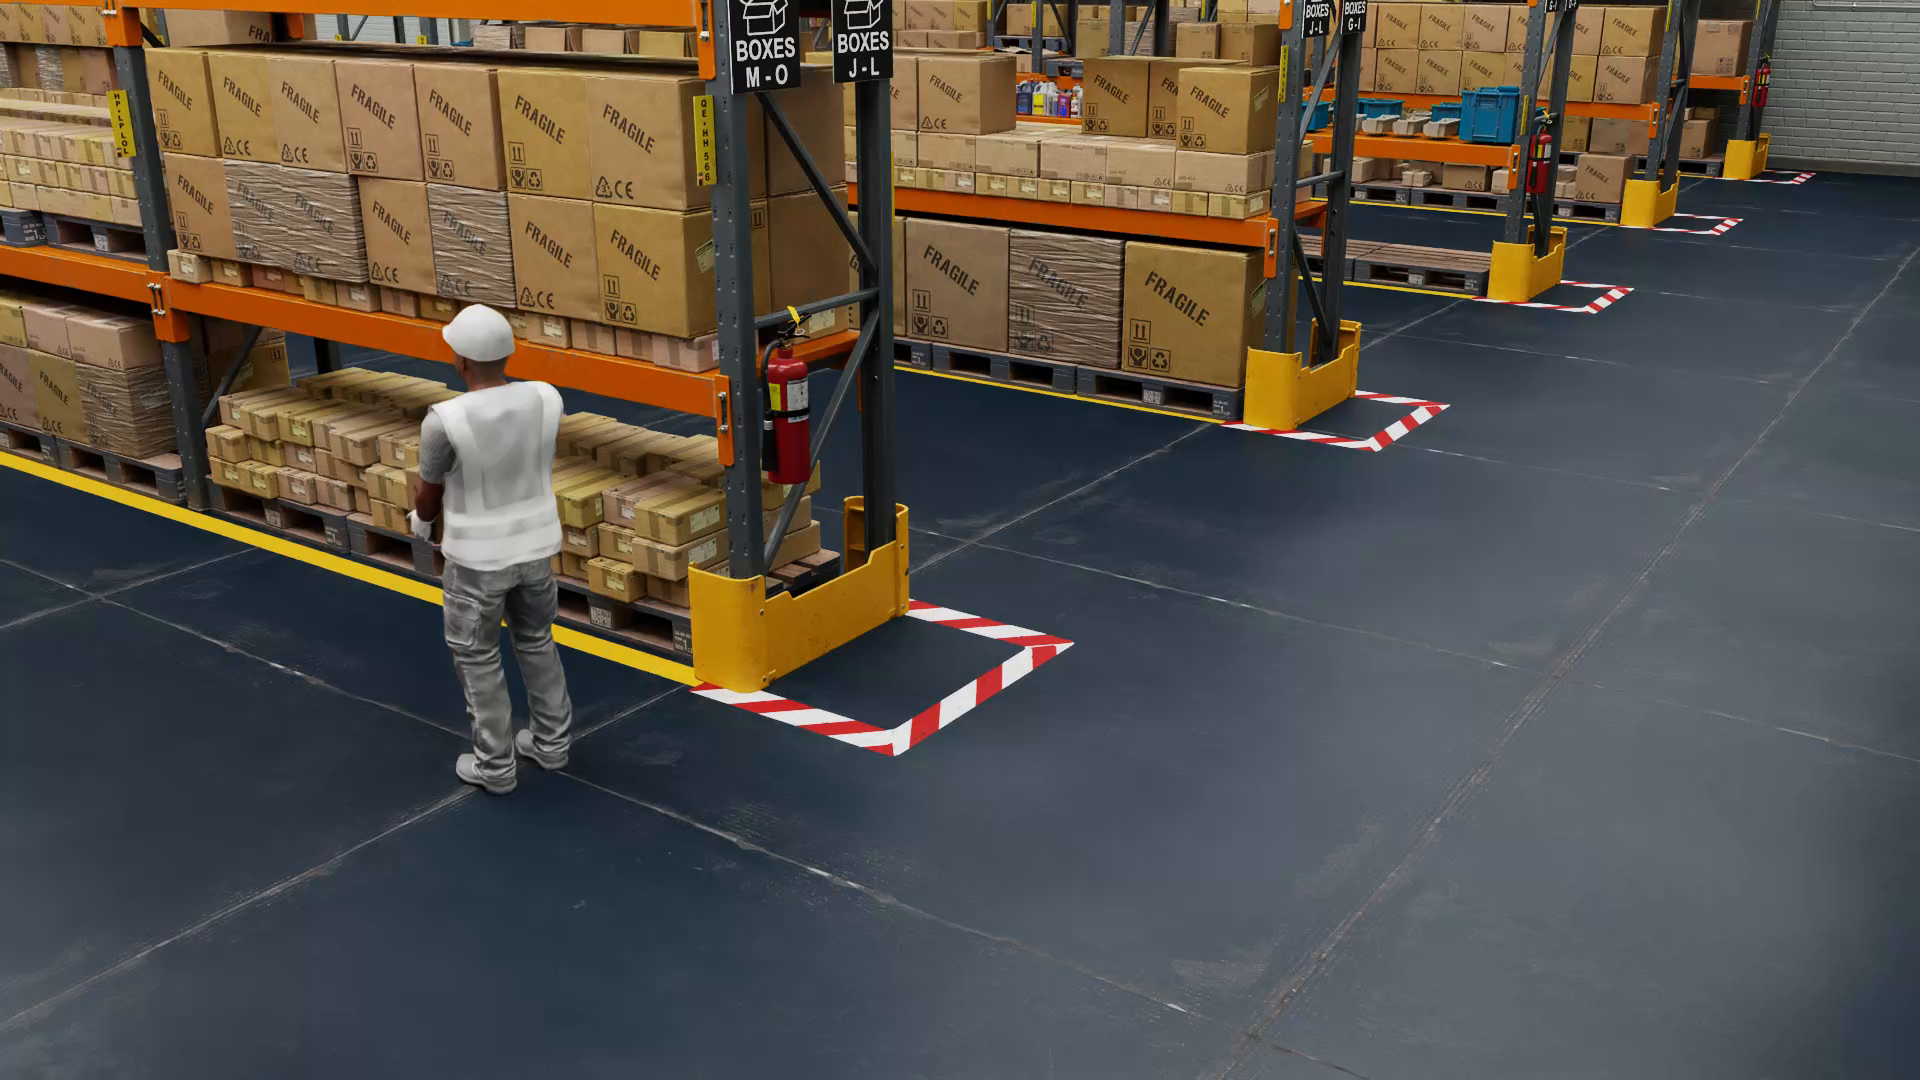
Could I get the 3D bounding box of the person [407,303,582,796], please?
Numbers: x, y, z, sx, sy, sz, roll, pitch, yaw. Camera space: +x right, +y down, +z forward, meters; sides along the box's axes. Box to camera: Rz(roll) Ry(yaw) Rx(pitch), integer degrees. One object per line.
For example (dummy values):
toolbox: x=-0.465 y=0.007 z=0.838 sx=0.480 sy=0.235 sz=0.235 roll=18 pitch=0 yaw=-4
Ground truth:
person: x=-1.676 y=0.042 z=5.933 sx=0.443 sy=1.776 sz=0.630 roll=17 pitch=26 yaw=39
